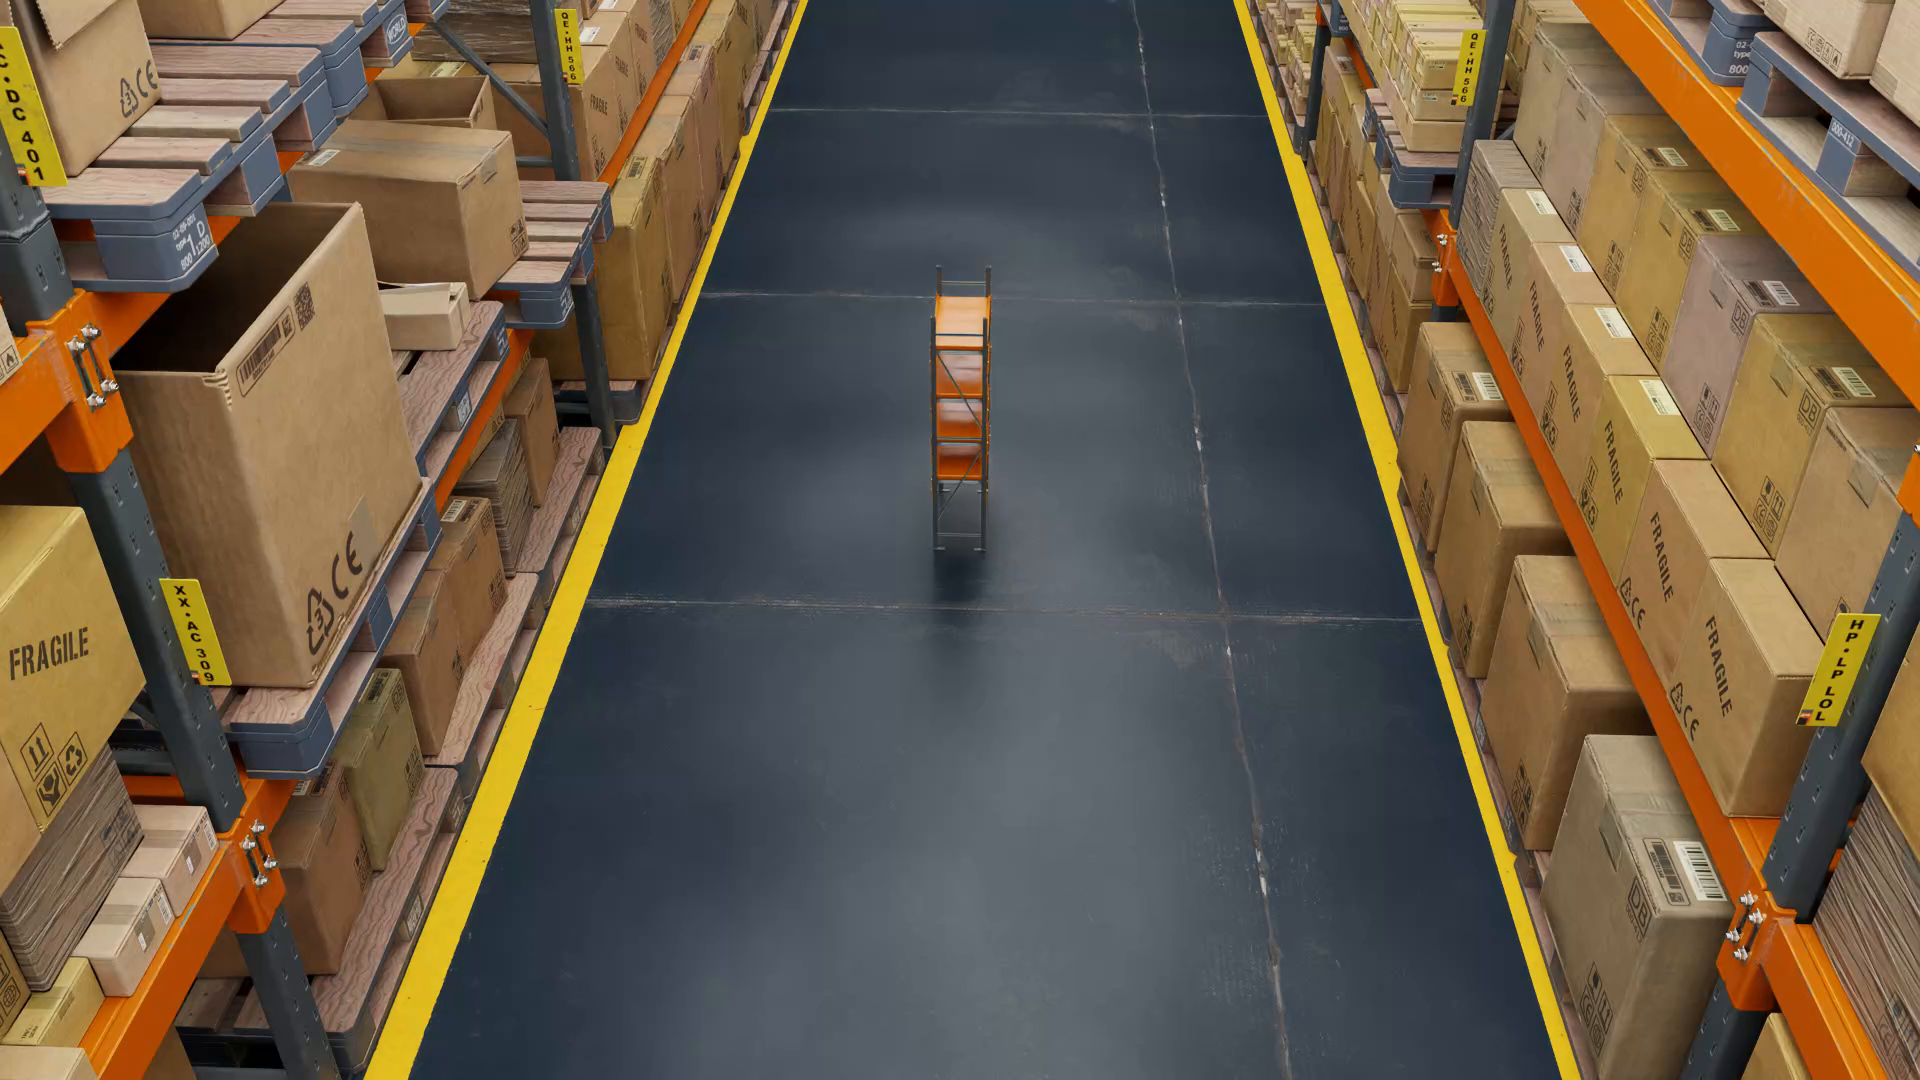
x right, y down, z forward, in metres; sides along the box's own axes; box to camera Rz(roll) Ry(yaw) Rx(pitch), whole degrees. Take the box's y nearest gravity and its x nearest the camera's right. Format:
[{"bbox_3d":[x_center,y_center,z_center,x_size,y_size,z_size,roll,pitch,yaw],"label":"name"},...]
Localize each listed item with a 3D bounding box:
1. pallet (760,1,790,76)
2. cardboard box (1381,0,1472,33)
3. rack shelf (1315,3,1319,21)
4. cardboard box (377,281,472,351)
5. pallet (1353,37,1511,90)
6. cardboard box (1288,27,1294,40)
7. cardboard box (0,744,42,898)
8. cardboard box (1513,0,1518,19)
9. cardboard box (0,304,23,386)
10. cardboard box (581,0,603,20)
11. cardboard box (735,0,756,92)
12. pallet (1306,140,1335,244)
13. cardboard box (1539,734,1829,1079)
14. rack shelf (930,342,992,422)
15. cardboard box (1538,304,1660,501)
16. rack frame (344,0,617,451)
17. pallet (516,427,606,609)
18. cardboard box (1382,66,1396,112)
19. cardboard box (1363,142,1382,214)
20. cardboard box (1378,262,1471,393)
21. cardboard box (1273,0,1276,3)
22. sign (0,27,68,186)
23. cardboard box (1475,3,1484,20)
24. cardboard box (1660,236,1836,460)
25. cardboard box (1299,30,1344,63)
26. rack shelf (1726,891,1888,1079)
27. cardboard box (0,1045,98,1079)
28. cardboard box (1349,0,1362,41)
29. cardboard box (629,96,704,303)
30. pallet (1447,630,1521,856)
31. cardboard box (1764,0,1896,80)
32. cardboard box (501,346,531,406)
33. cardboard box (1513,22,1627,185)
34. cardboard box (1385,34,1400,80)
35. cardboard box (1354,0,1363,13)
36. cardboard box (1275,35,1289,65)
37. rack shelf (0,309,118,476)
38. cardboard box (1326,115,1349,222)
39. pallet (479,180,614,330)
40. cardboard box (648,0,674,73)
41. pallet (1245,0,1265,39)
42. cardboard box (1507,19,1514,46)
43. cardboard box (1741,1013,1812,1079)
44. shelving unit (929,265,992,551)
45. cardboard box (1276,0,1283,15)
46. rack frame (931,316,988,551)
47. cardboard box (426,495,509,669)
[{"bbox_3d":[-1.936,-4.019,13.286,1.003,0.211,1.213,1,35,2],"label":"pallet"},{"bbox_3d":[2.292,-2.604,8.183,0.380,0.149,0.250,2,35,3],"label":"cardboard box"},{"bbox_3d":[2.941,-4.705,12.461,1.077,0.370,4.000,1,35,2],"label":"rack shelf"},{"bbox_3d":[-2.049,-0.877,6.141,0.396,0.266,0.258,0,35,1],"label":"cardboard box"},{"bbox_3d":[2.739,-2.611,9.024,1.003,0.211,1.213,1,35,2],"label":"pallet"},{"bbox_3d":[2.646,-3.764,12.353,0.380,0.149,0.250,2,35,3],"label":"cardboard box"},{"bbox_3d":[-2.174,0.554,3.137,0.500,0.500,0.500,1,35,2],"label":"cardboard box"},{"bbox_3d":[2.955,-2.728,8.359,0.380,0.149,0.250,3,35,4],"label":"cardboard box"},{"bbox_3d":[-2.170,-0.324,3.124,0.500,0.250,0.500,3,35,4],"label":"cardboard box"},{"bbox_3d":[-2.177,-2.970,8.407,0.797,0.503,0.637,2,35,3],"label":"cardboard box"},{"bbox_3d":[-1.985,-3.702,11.892,0.875,0.875,0.875,1,35,2],"label":"cardboard box"},{"bbox_3d":[2.831,-2.262,10.784,1.003,0.211,1.213,1,35,2],"label":"pallet"},{"bbox_3d":[2.475,1.136,5.116,1.050,0.750,0.750,1,35,2],"label":"cardboard box"},{"bbox_3d":[0.007,-0.714,7.450,0.258,0.148,0.480,1,35,2],"label":"rack shelf"},{"bbox_3d":[2.352,-0.473,5.727,0.500,0.500,0.500,1,35,1],"label":"cardboard box"},{"bbox_3d":[-2.252,-1.724,7.595,1.000,3.000,0.127,1,35,2],"label":"rack frame"},{"bbox_3d":[-2.285,-0.134,7.758,1.003,0.211,1.213,1,35,2],"label":"pallet"},{"bbox_3d":[2.282,-2.205,8.132,0.380,0.149,0.250,2,35,3],"label":"cardboard box"},{"bbox_3d":[2.511,-1.989,9.127,0.500,0.250,0.500,2,35,3],"label":"cardboard box"},{"bbox_3d":[2.465,-1.085,8.494,0.500,0.500,0.500,1,35,2],"label":"cardboard box"},{"bbox_3d":[2.714,-4.272,13.333,0.380,0.149,0.250,1,35,2],"label":"cardboard box"},{"bbox_3d":[-1.870,-0.857,3.302,0.100,0.325,0.005,1,35,2],"label":"sign"},{"bbox_3d":[2.983,-2.784,8.956,0.380,0.149,0.250,0,35,0],"label":"cardboard box"},{"bbox_3d":[2.593,-0.575,5.003,0.700,0.500,0.500,2,35,2],"label":"cardboard box"},{"bbox_3d":[2.586,-3.457,11.657,0.380,0.149,0.250,2,35,2],"label":"cardboard box"},{"bbox_3d":[2.459,2.190,2.651,1.077,0.370,4.000,1,35,2],"label":"rack shelf"},{"bbox_3d":[-2.116,1.239,3.597,0.380,0.149,0.250,1,35,2],"label":"cardboard box"},{"bbox_3d":[2.325,-2.808,8.990,0.380,0.149,0.250,0,35,0],"label":"cardboard box"},{"bbox_3d":[-2.160,-1.935,9.377,1.225,0.875,0.875,1,35,2],"label":"cardboard box"},{"bbox_3d":[2.542,0.740,6.514,1.003,0.211,1.213,1,35,2],"label":"pallet"},{"bbox_3d":[2.369,-1.347,4.127,0.500,0.250,0.500,1,35,1],"label":"cardboard box"},{"bbox_3d":[-2.249,-0.803,7.423,0.500,0.250,0.500,3,35,4],"label":"cardboard box"},{"bbox_3d":[2.672,-1.744,6.666,0.700,0.500,0.500,1,35,2],"label":"cardboard box"},{"bbox_3d":[2.282,-2.341,8.067,0.380,0.149,0.250,2,35,3],"label":"cardboard box"},{"bbox_3d":[2.325,-2.926,8.899,0.380,0.149,0.250,1,35,1],"label":"cardboard box"},{"bbox_3d":[2.578,-3.683,12.496,0.380,0.149,0.250,1,35,2],"label":"cardboard box"},{"bbox_3d":[-2.493,0.790,2.034,1.077,0.370,4.000,1,35,2],"label":"rack shelf"},{"bbox_3d":[2.547,-2.276,10.189,0.500,0.500,0.500,3,35,4],"label":"cardboard box"},{"bbox_3d":[-2.174,-1.234,7.064,1.213,0.211,1.003,1,35,2],"label":"pallet"},{"bbox_3d":[-1.903,-2.916,9.204,0.500,0.500,0.500,1,35,2],"label":"cardboard box"},{"bbox_3d":[2.951,-4.497,13.966,1.003,0.211,1.213,1,35,2],"label":"pallet"},{"bbox_3d":[2.957,-2.613,8.454,0.380,0.149,0.250,1,35,2],"label":"cardboard box"},{"bbox_3d":[2.444,1.804,4.057,0.875,0.875,0.875,2,35,3],"label":"cardboard box"},{"bbox_3d":[0.007,-0.586,7.540,0.258,1.200,0.503,1,35,2],"label":"shelving unit"},{"bbox_3d":[2.594,-4.060,12.515,0.380,0.149,0.250,0,35,0],"label":"cardboard box"},{"bbox_3d":[-0.003,-0.446,7.341,0.240,1.200,0.015,1,35,2],"label":"rack frame"},{"bbox_3d":[-2.284,0.149,6.721,0.700,0.500,0.500,4,35,6],"label":"cardboard box"}]
